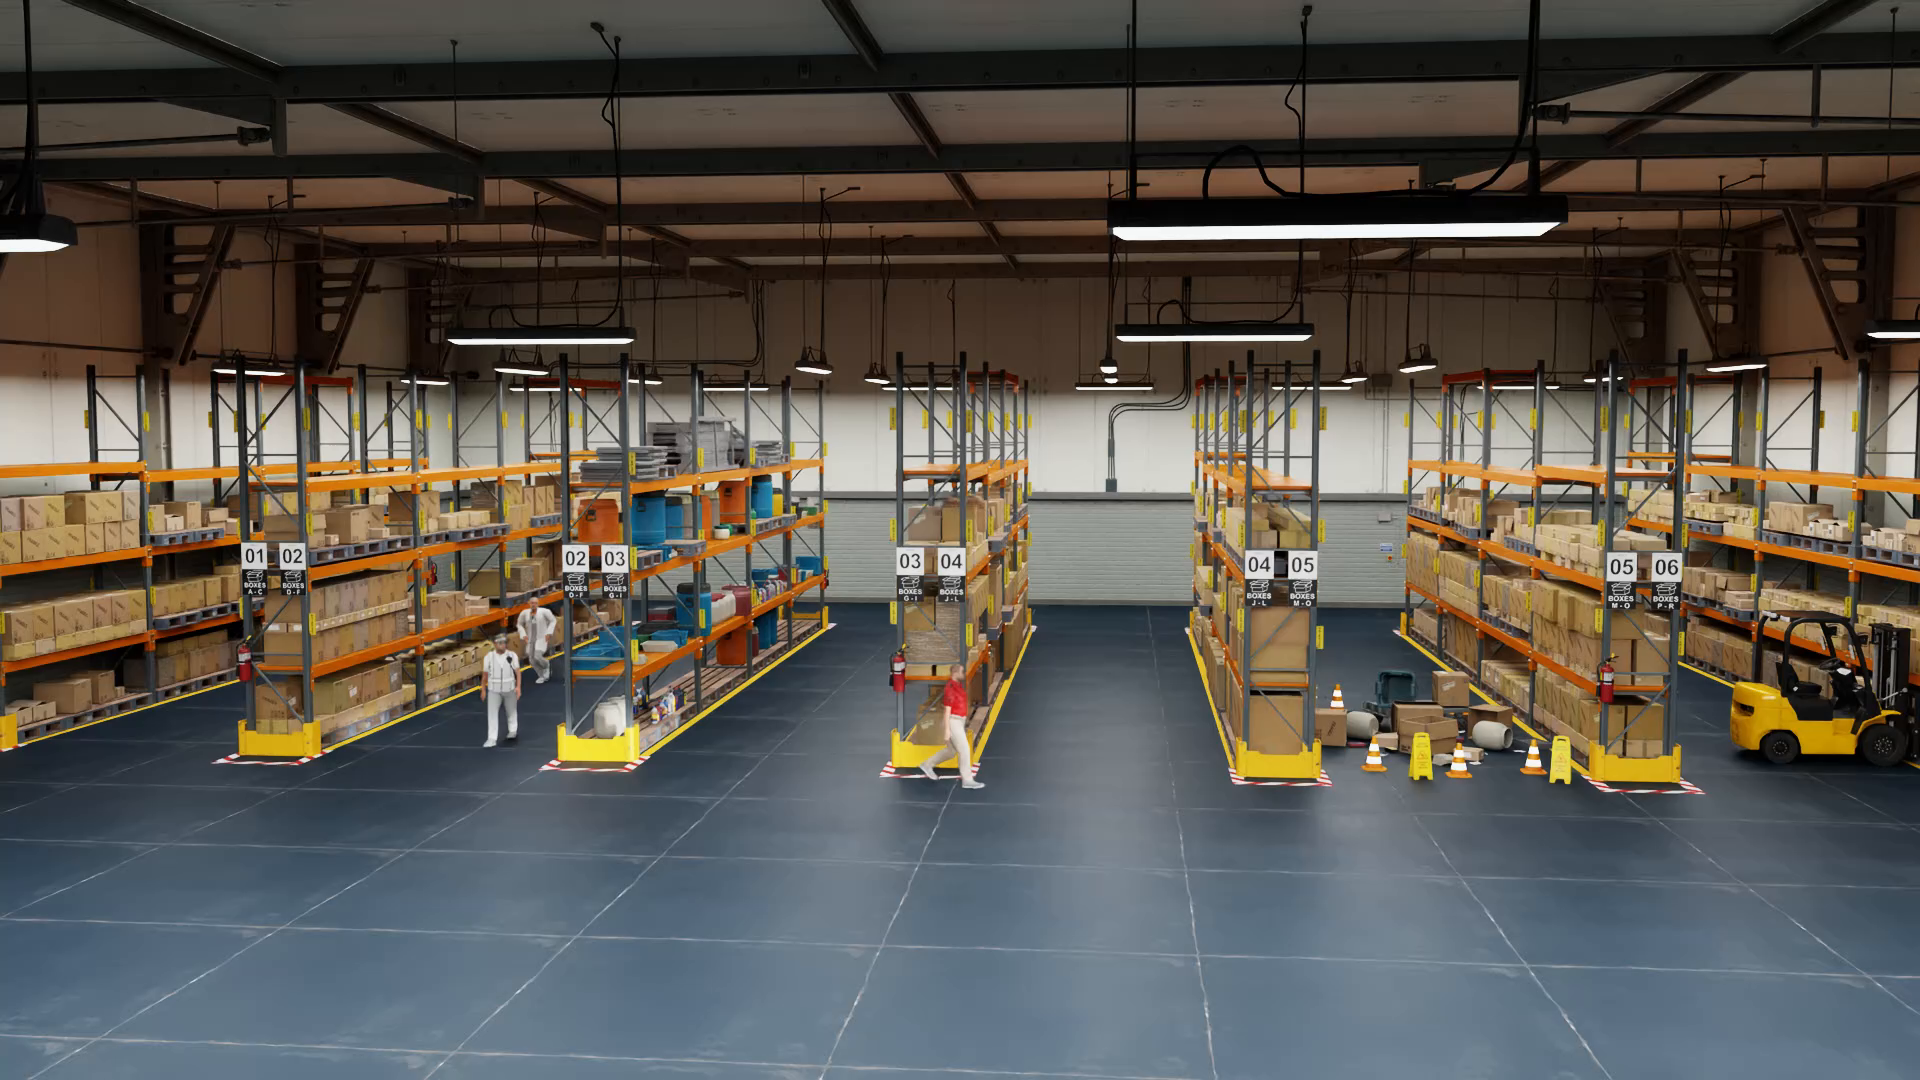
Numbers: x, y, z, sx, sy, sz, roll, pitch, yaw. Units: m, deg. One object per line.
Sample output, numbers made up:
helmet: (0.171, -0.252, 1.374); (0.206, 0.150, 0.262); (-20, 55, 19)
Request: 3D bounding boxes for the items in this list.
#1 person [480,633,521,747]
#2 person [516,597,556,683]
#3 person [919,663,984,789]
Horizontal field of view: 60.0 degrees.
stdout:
person: (-7.113, 2.293, 25.722); (0.636, 1.702, 1.088); (-1, 4, -9)
person: (-8.092, 1.905, 31.798); (0.685, 1.674, 0.648); (1, 4, 14)
person: (-0.110, 2.530, 22.833); (0.960, 1.684, 0.569); (1, 4, 9)
